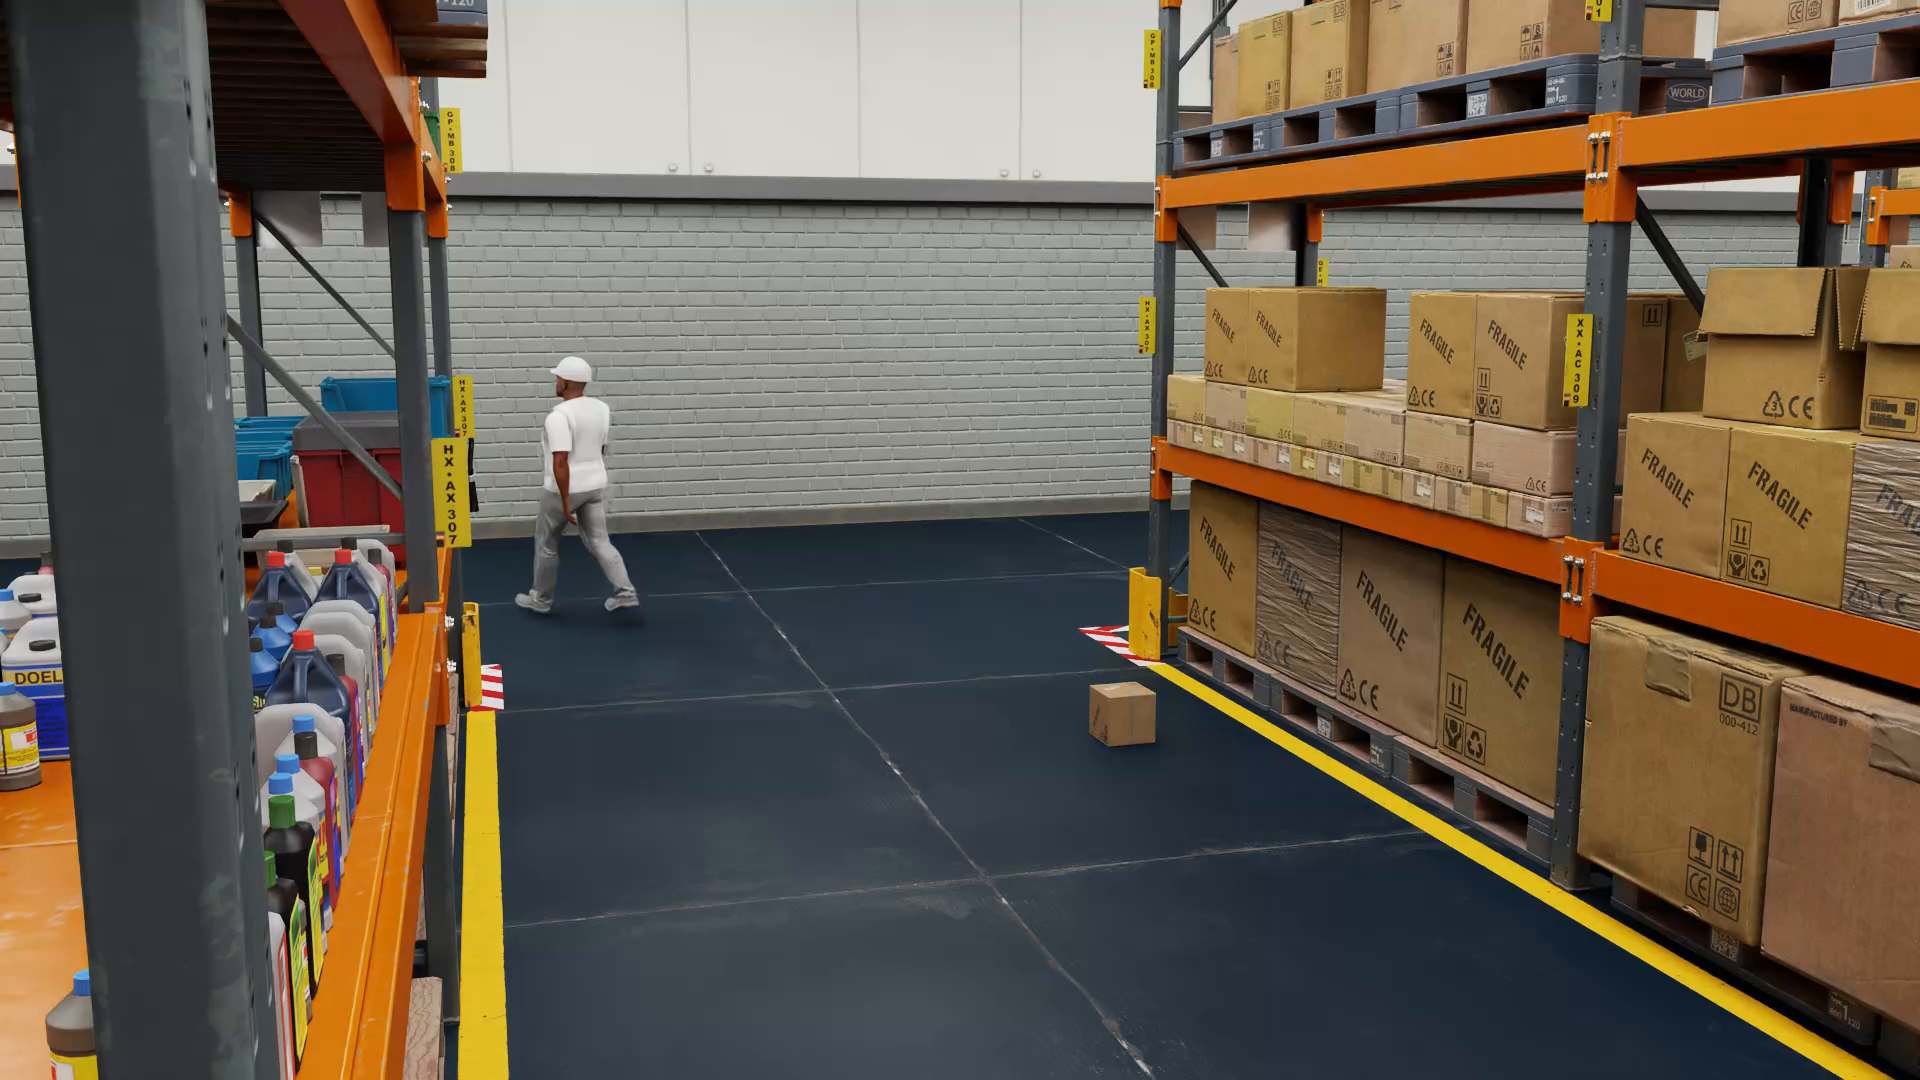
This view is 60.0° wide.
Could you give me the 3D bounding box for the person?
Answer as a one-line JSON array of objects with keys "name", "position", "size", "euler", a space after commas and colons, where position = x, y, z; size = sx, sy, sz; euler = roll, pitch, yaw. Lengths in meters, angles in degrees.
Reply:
[{"name": "person", "position": [-2.555, -0.350, 10.990], "size": [1.028, 1.725, 0.556], "euler": [7, 12, 37]}]
